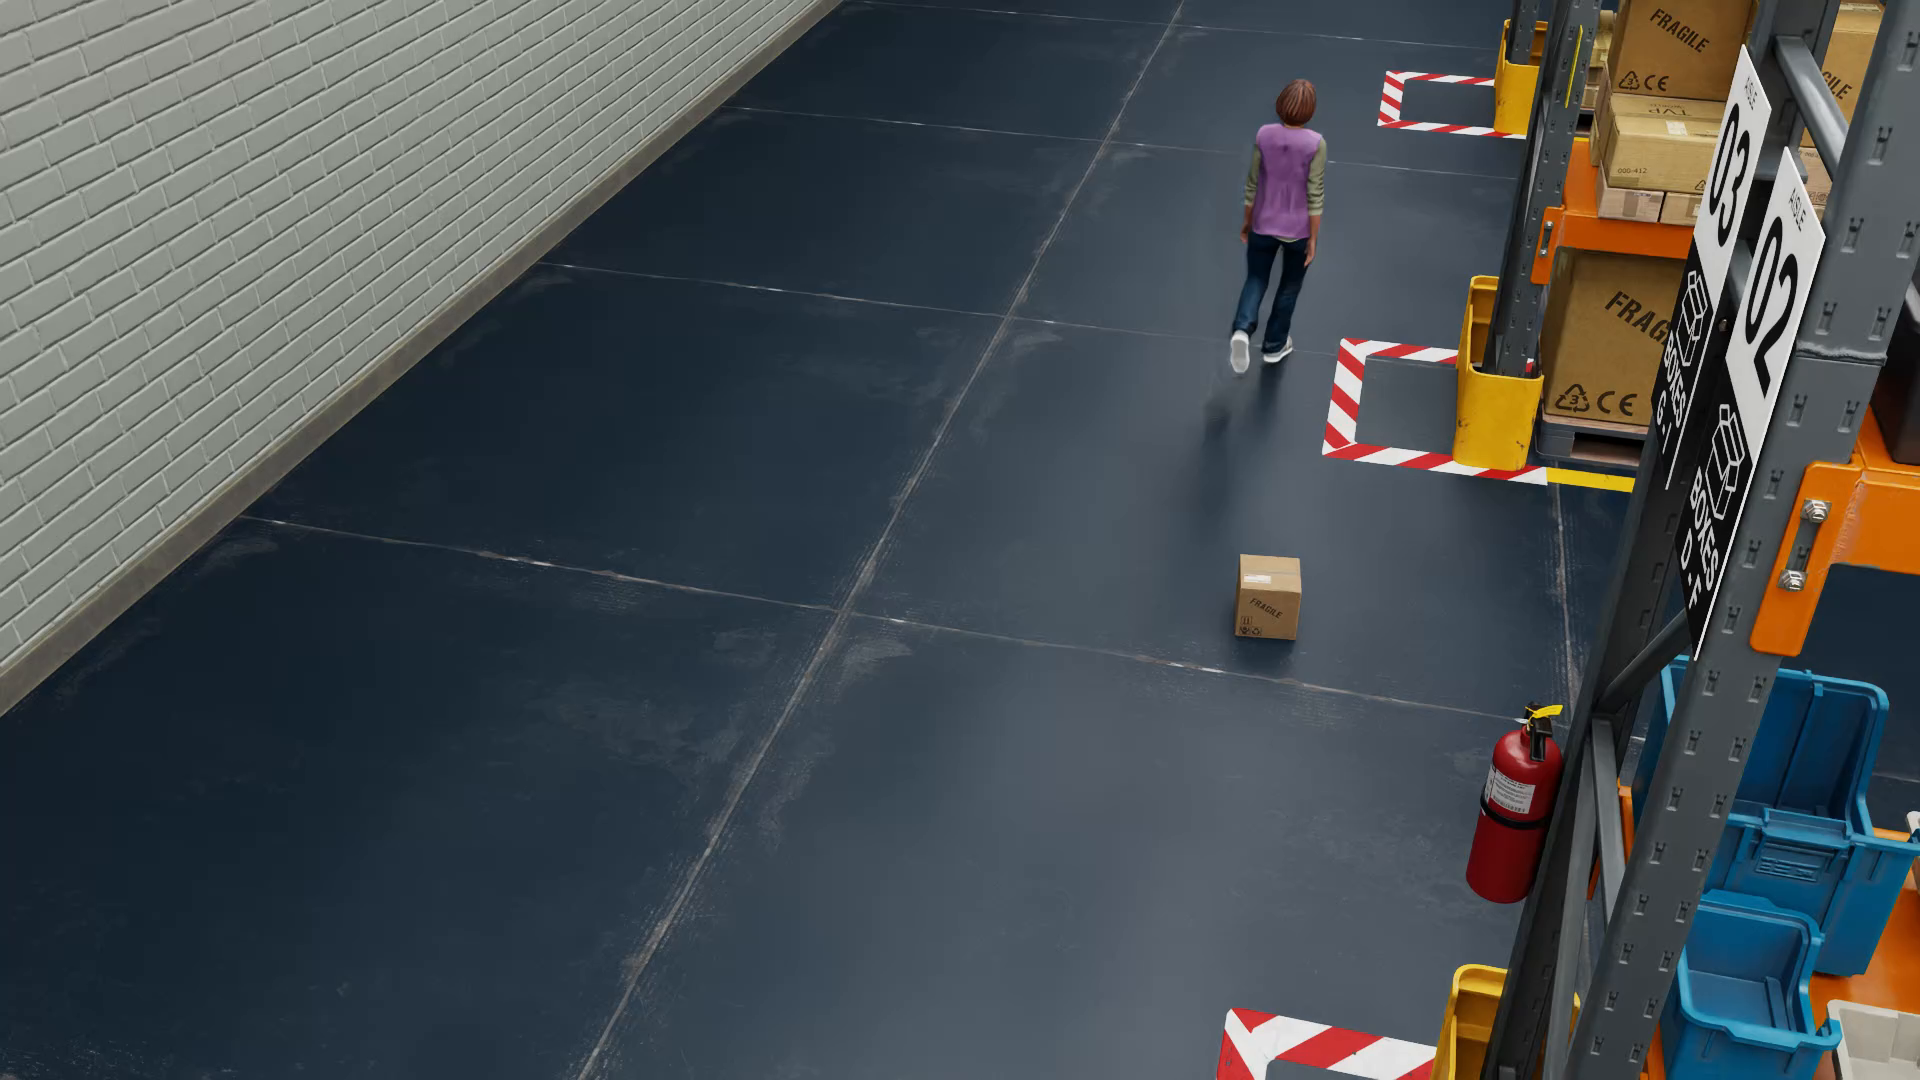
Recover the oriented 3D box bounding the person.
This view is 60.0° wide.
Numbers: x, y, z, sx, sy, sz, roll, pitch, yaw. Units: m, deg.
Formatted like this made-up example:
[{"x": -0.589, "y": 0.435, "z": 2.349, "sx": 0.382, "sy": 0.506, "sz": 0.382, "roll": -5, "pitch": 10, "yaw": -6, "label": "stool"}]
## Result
[{"x": 1.625, "y": -1.538, "z": 8.545, "sx": 0.428, "sy": 1.471, "sz": 0.679, "roll": 14, "pitch": 36, "yaw": 20, "label": "person"}]
